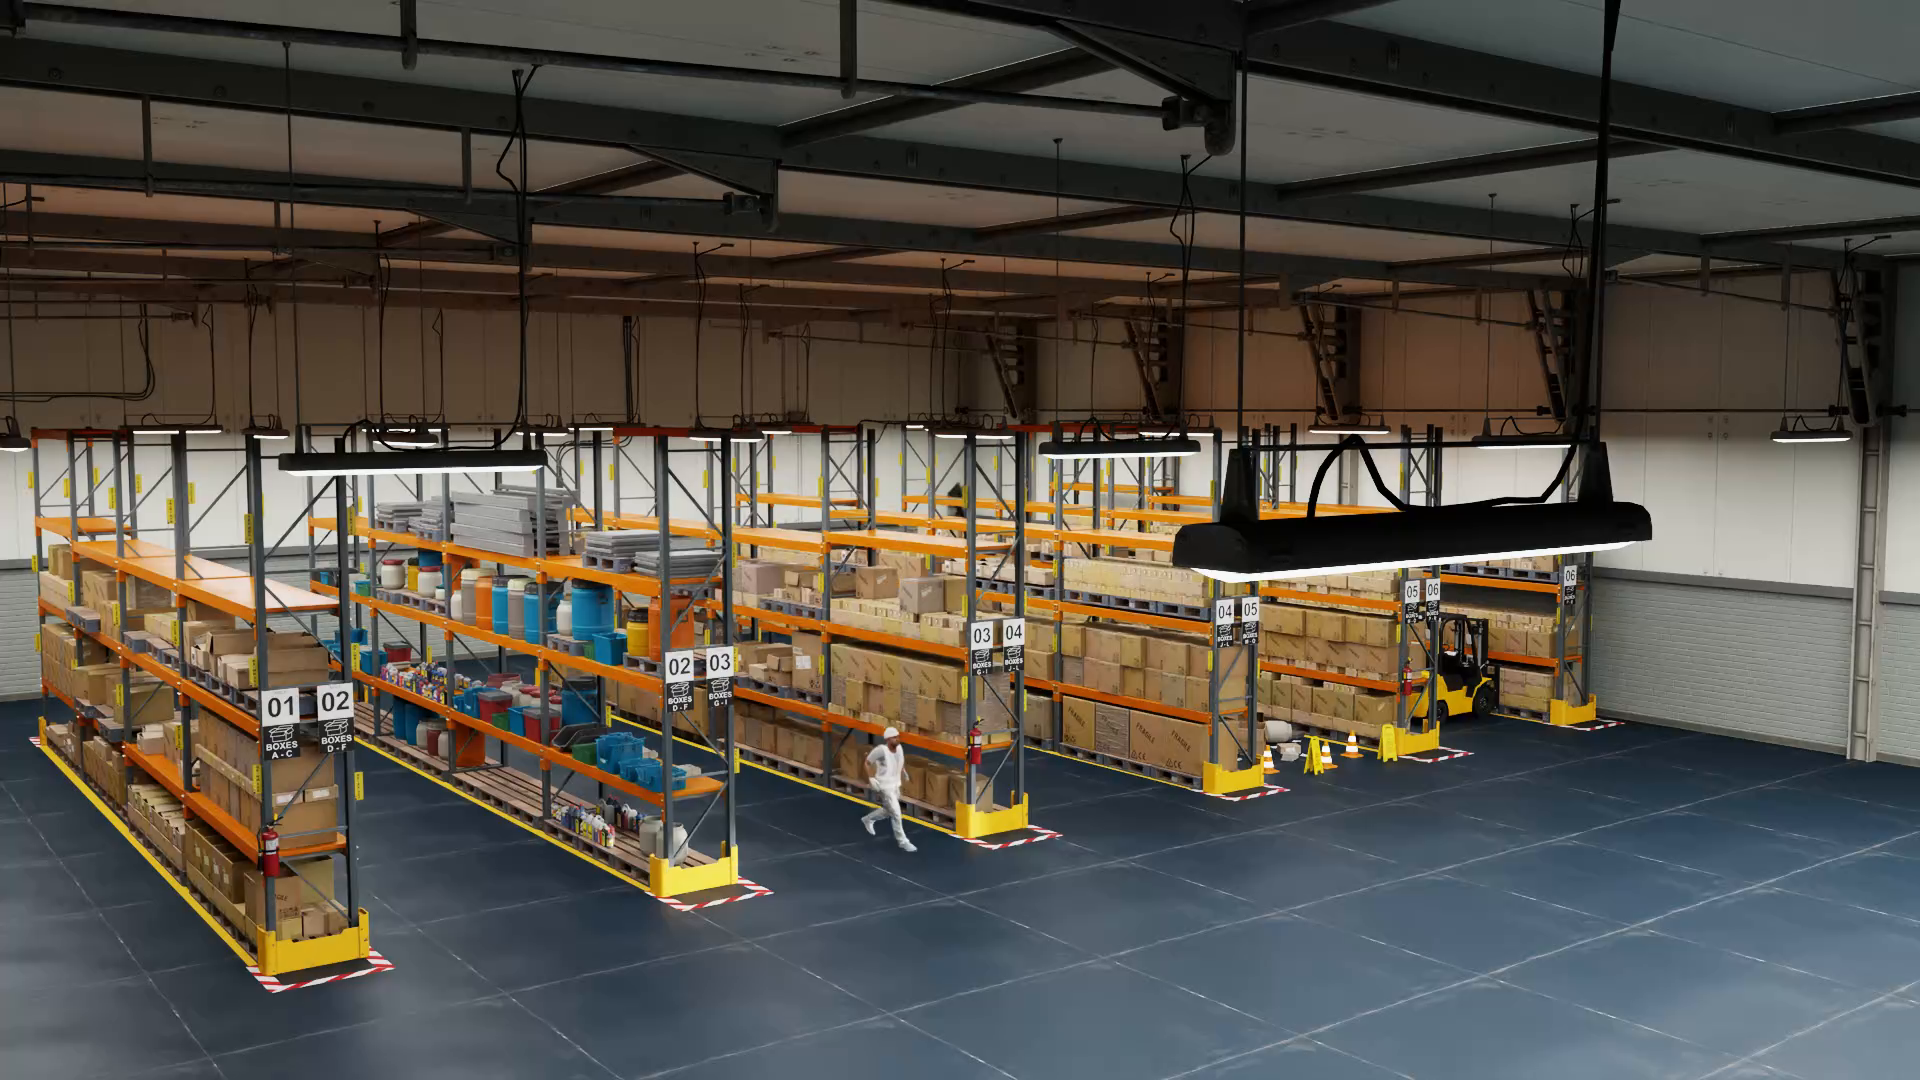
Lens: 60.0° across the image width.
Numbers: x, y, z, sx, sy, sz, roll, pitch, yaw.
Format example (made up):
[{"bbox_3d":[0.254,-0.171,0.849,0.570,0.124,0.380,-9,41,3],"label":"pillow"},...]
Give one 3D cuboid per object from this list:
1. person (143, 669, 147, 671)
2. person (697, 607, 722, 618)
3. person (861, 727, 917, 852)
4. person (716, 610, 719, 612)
[{"bbox_3d":[-16.408,2.910,33.127,0.912,1.685,0.699,0,4,-1],"label":"person"},{"bbox_3d":[-6.297,2.299,41.117,0.793,1.701,0.751,4,6,40],"label":"person"},{"bbox_3d":[-1.058,3.564,24.014,1.002,1.770,0.690,3,6,37],"label":"person"},{"bbox_3d":[-5.757,2.415,38.597,0.721,1.745,0.964,-3,6,-38],"label":"person"}]
